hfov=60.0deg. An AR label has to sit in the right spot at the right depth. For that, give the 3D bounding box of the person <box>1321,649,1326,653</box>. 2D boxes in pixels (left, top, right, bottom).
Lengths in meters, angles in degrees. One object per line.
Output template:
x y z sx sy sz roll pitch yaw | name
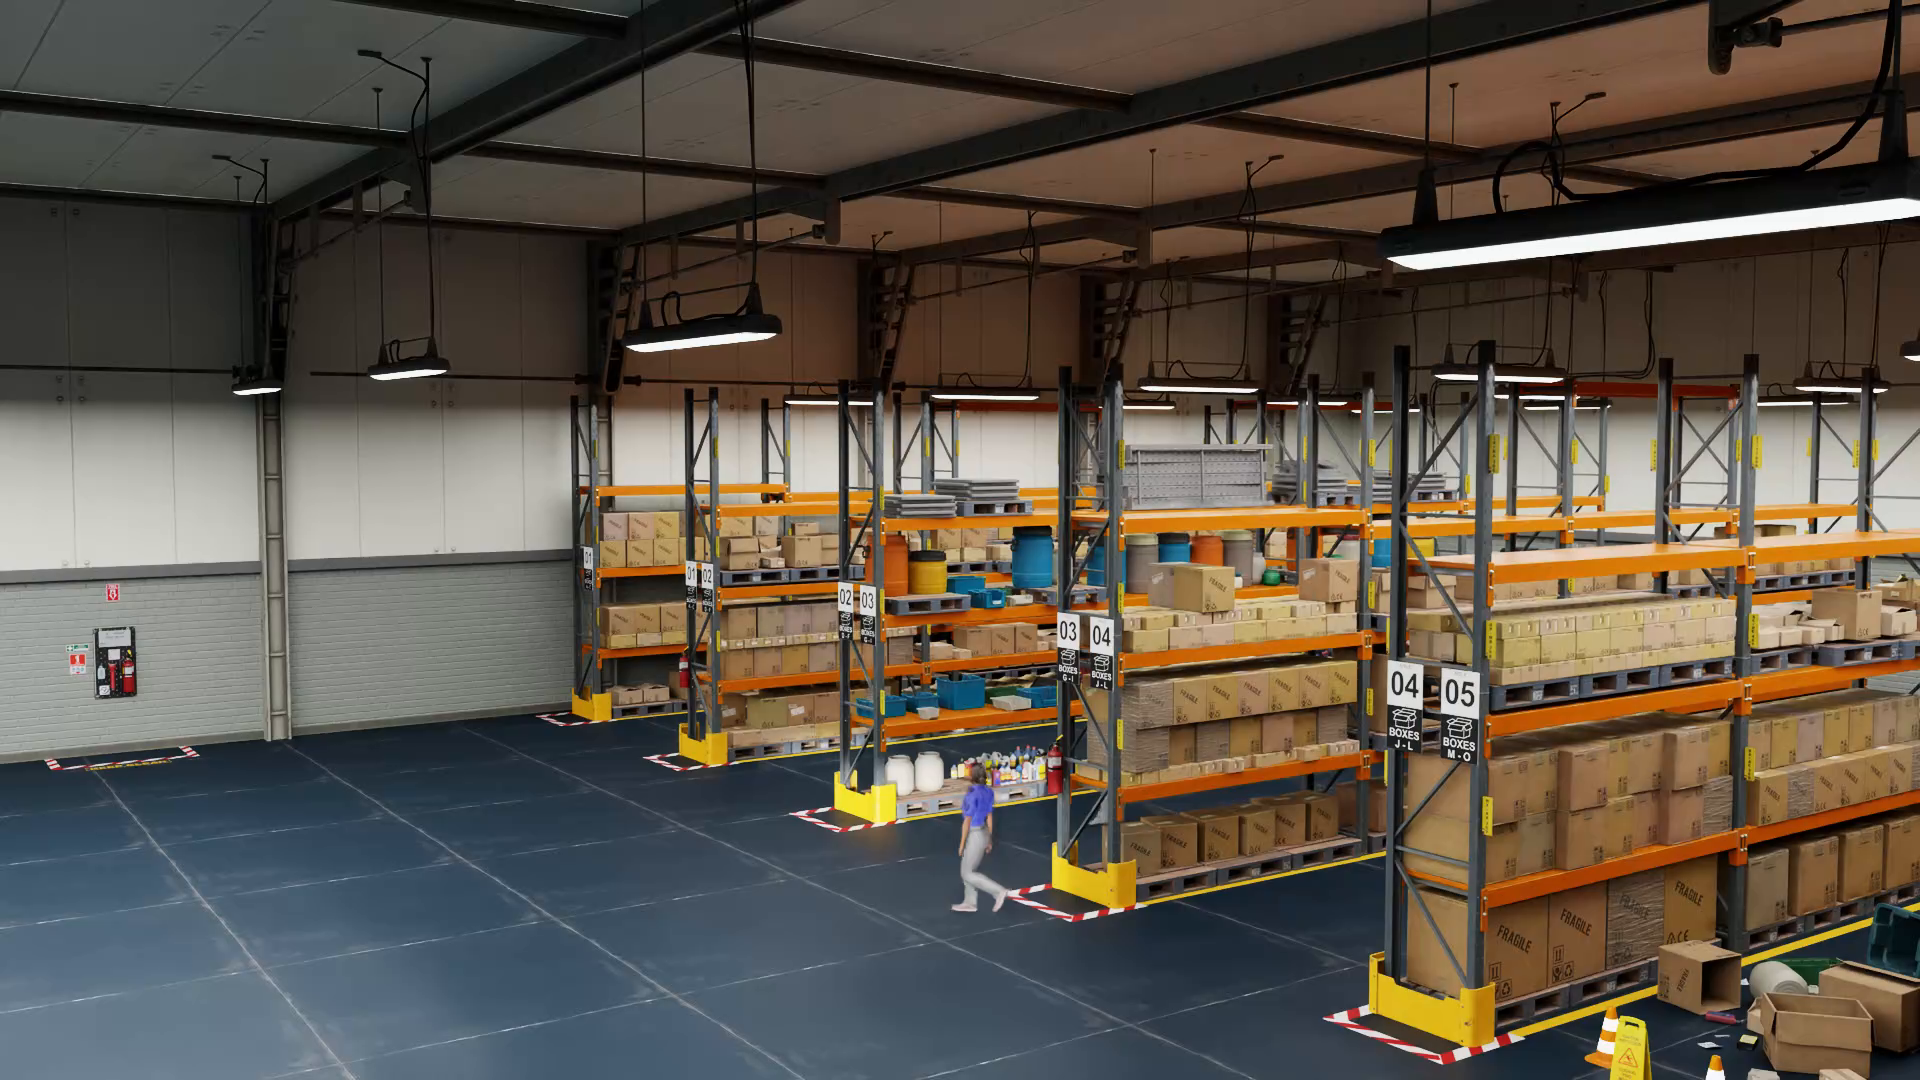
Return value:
8.547 2.069 38.386 0.462 1.609 0.520 3 4 37 | person

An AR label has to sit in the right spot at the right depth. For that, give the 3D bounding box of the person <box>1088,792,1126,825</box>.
2.039 2.927 22.449 0.469 1.774 0.668 2 4 31 | person

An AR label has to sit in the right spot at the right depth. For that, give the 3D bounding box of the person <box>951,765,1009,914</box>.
0.198 3.251 18.025 0.635 1.648 0.420 1 3 8 | person
